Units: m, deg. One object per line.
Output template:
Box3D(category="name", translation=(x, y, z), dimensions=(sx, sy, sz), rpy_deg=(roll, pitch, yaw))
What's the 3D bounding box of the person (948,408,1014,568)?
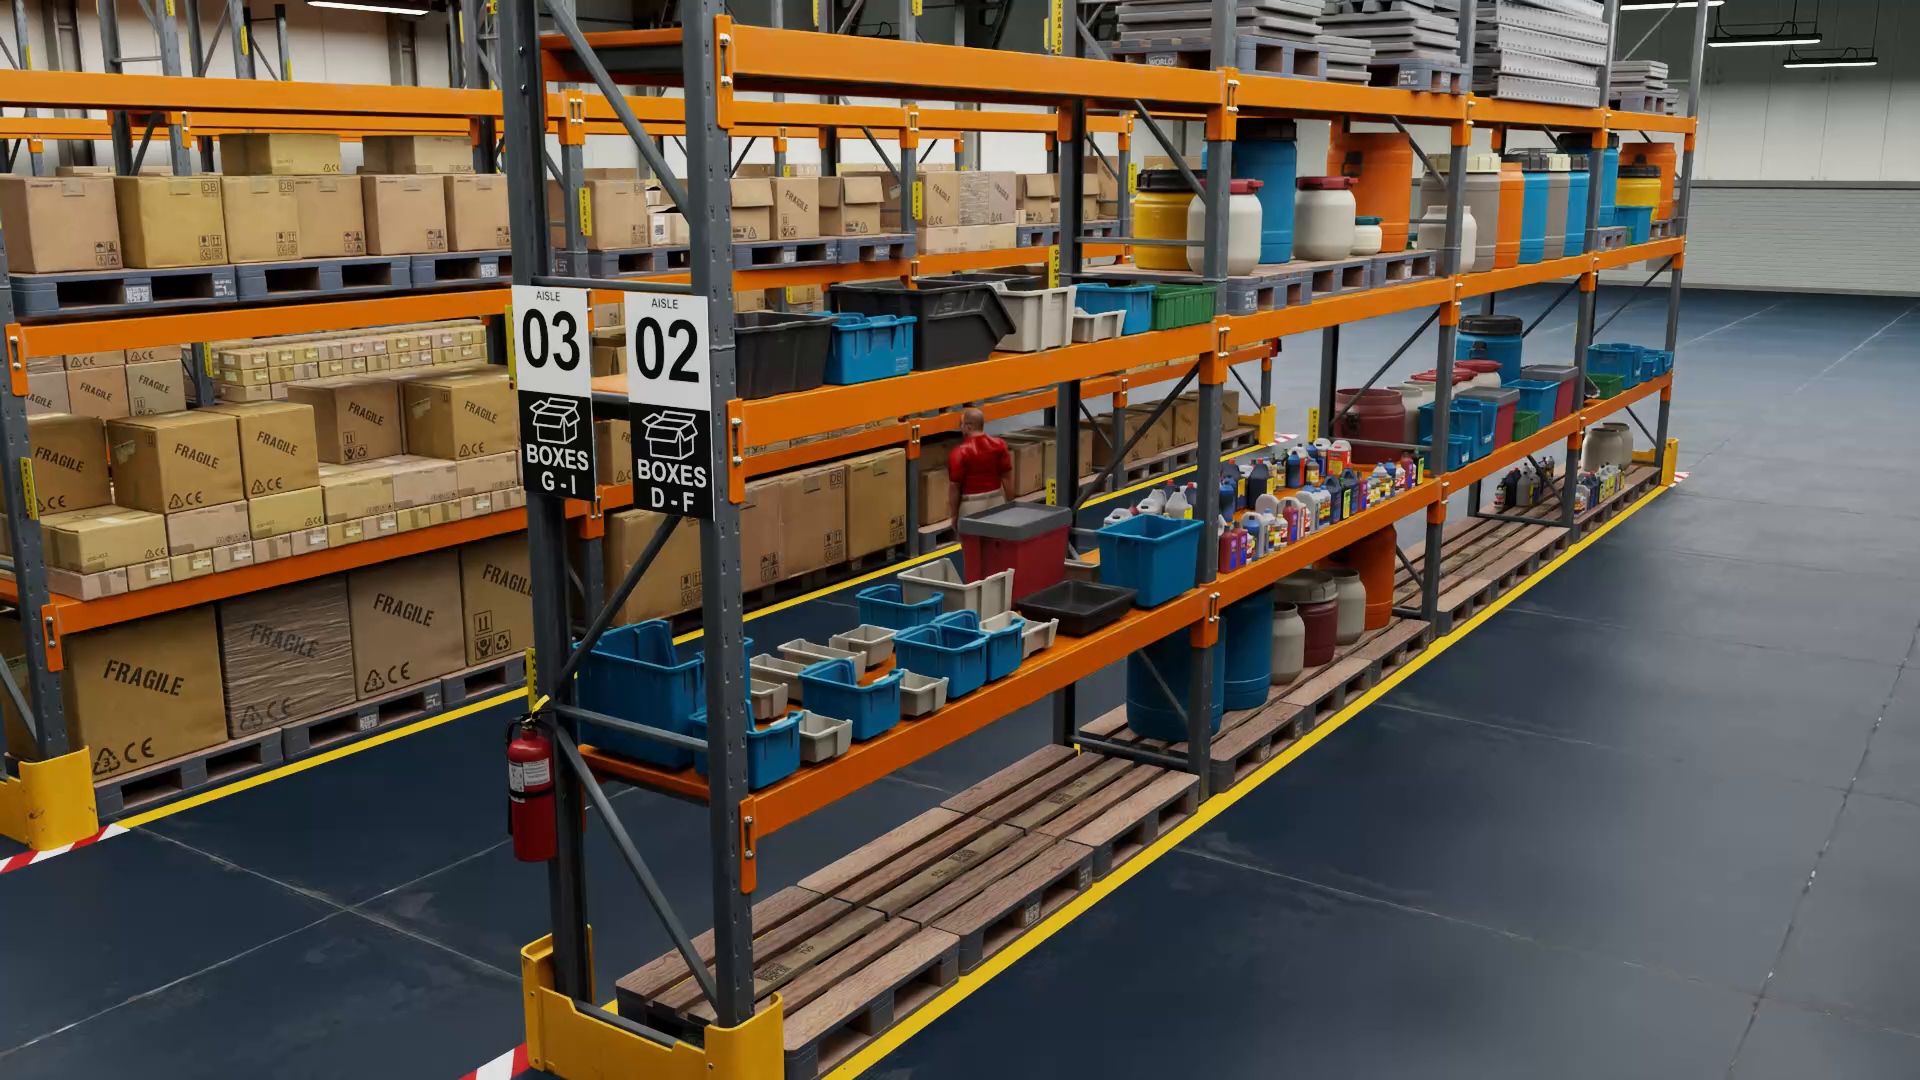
Box3D(category="person", translation=(0.200, -0.212, 13.451), dimensions=(0.731, 1.759, 0.396), rpy_deg=(-7, 14, -27))
